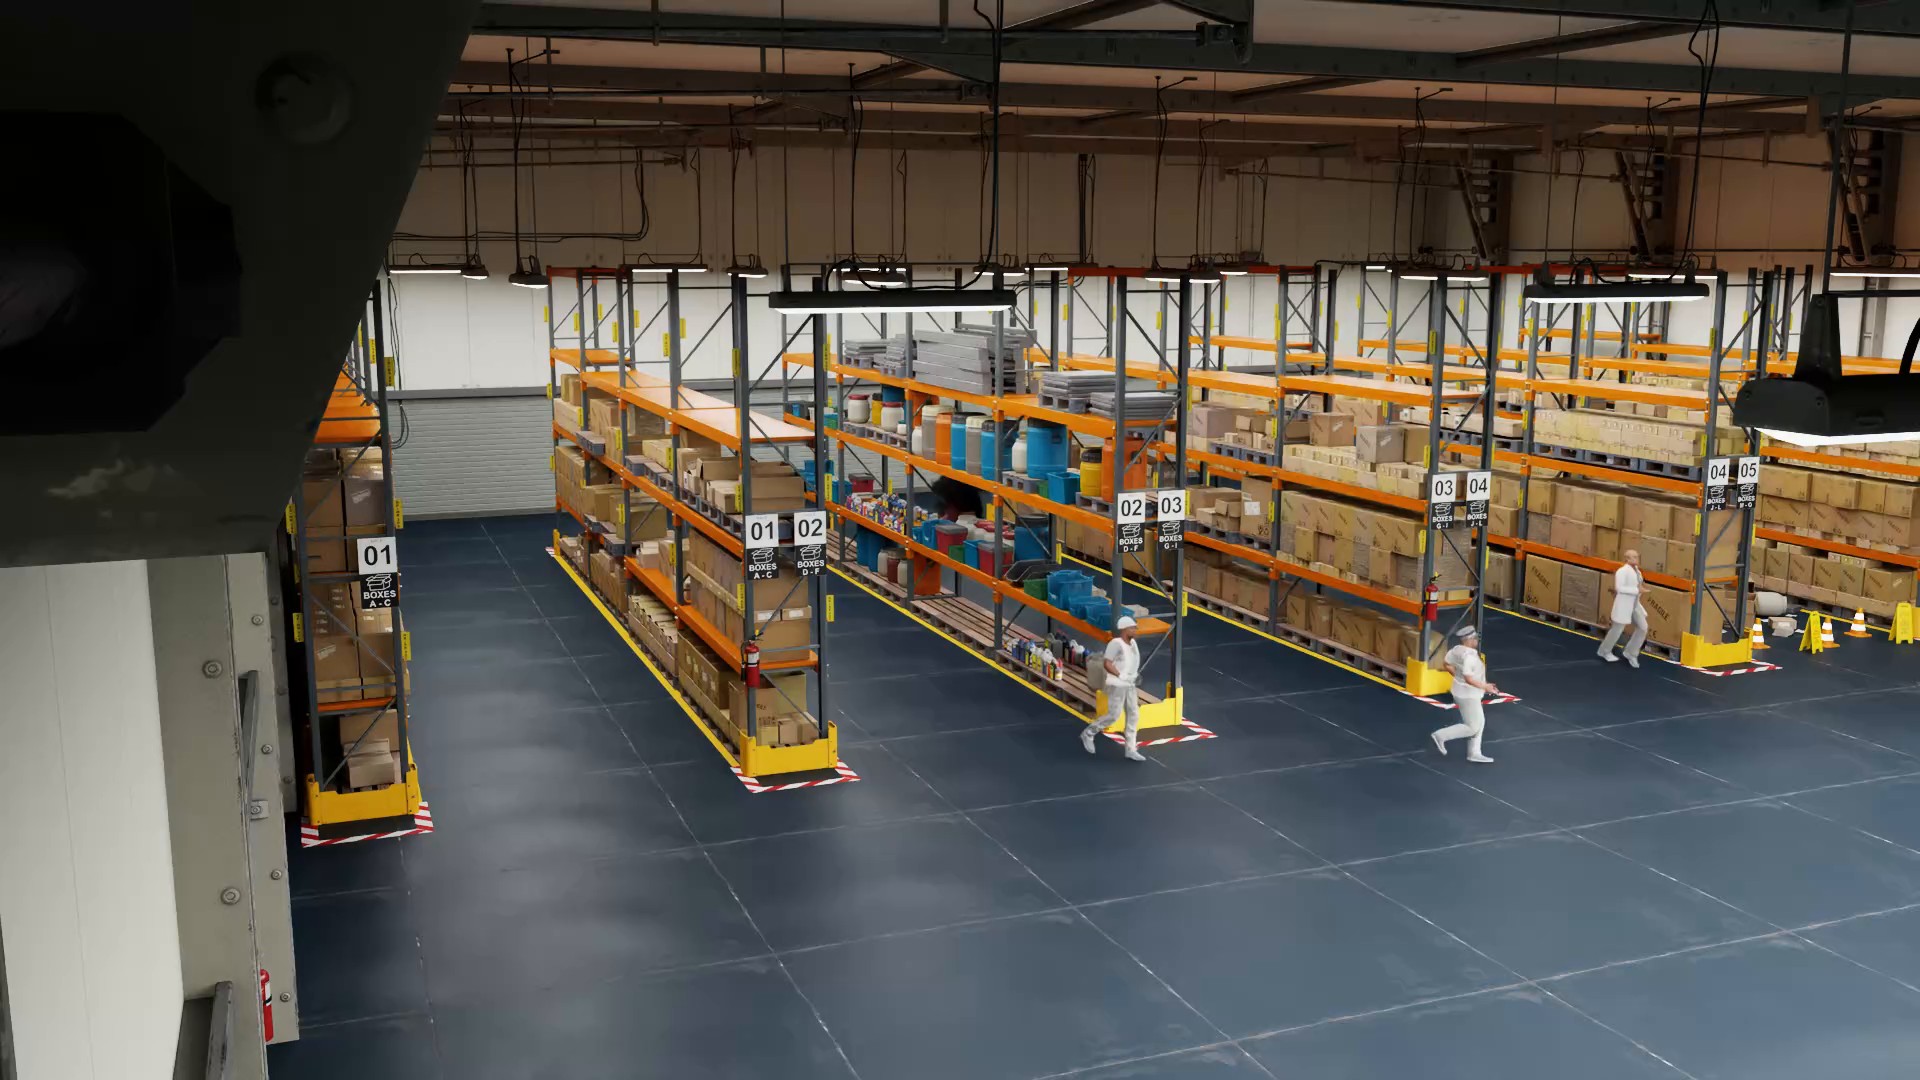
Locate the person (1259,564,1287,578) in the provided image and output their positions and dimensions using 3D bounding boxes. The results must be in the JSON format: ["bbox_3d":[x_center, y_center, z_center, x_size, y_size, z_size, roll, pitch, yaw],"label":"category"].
[{"bbox_3d":[6.059,-0.012,31.749,0.685,1.738,0.758,-6,11,-30],"label":"person"}]

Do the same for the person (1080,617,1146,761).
[{"bbox_3d":[2.050,1.835,20.988,0.889,1.759,0.746,6,12,33],"label":"person"}]

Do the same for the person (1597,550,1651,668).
[{"bbox_3d":[10.230,1.055,25.557,0.701,1.848,0.771,-7,12,-35],"label":"person"}]

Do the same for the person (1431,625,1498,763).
[{"bbox_3d":[6.257,1.921,20.647,0.825,1.762,0.664,0,10,0],"label":"person"}]
